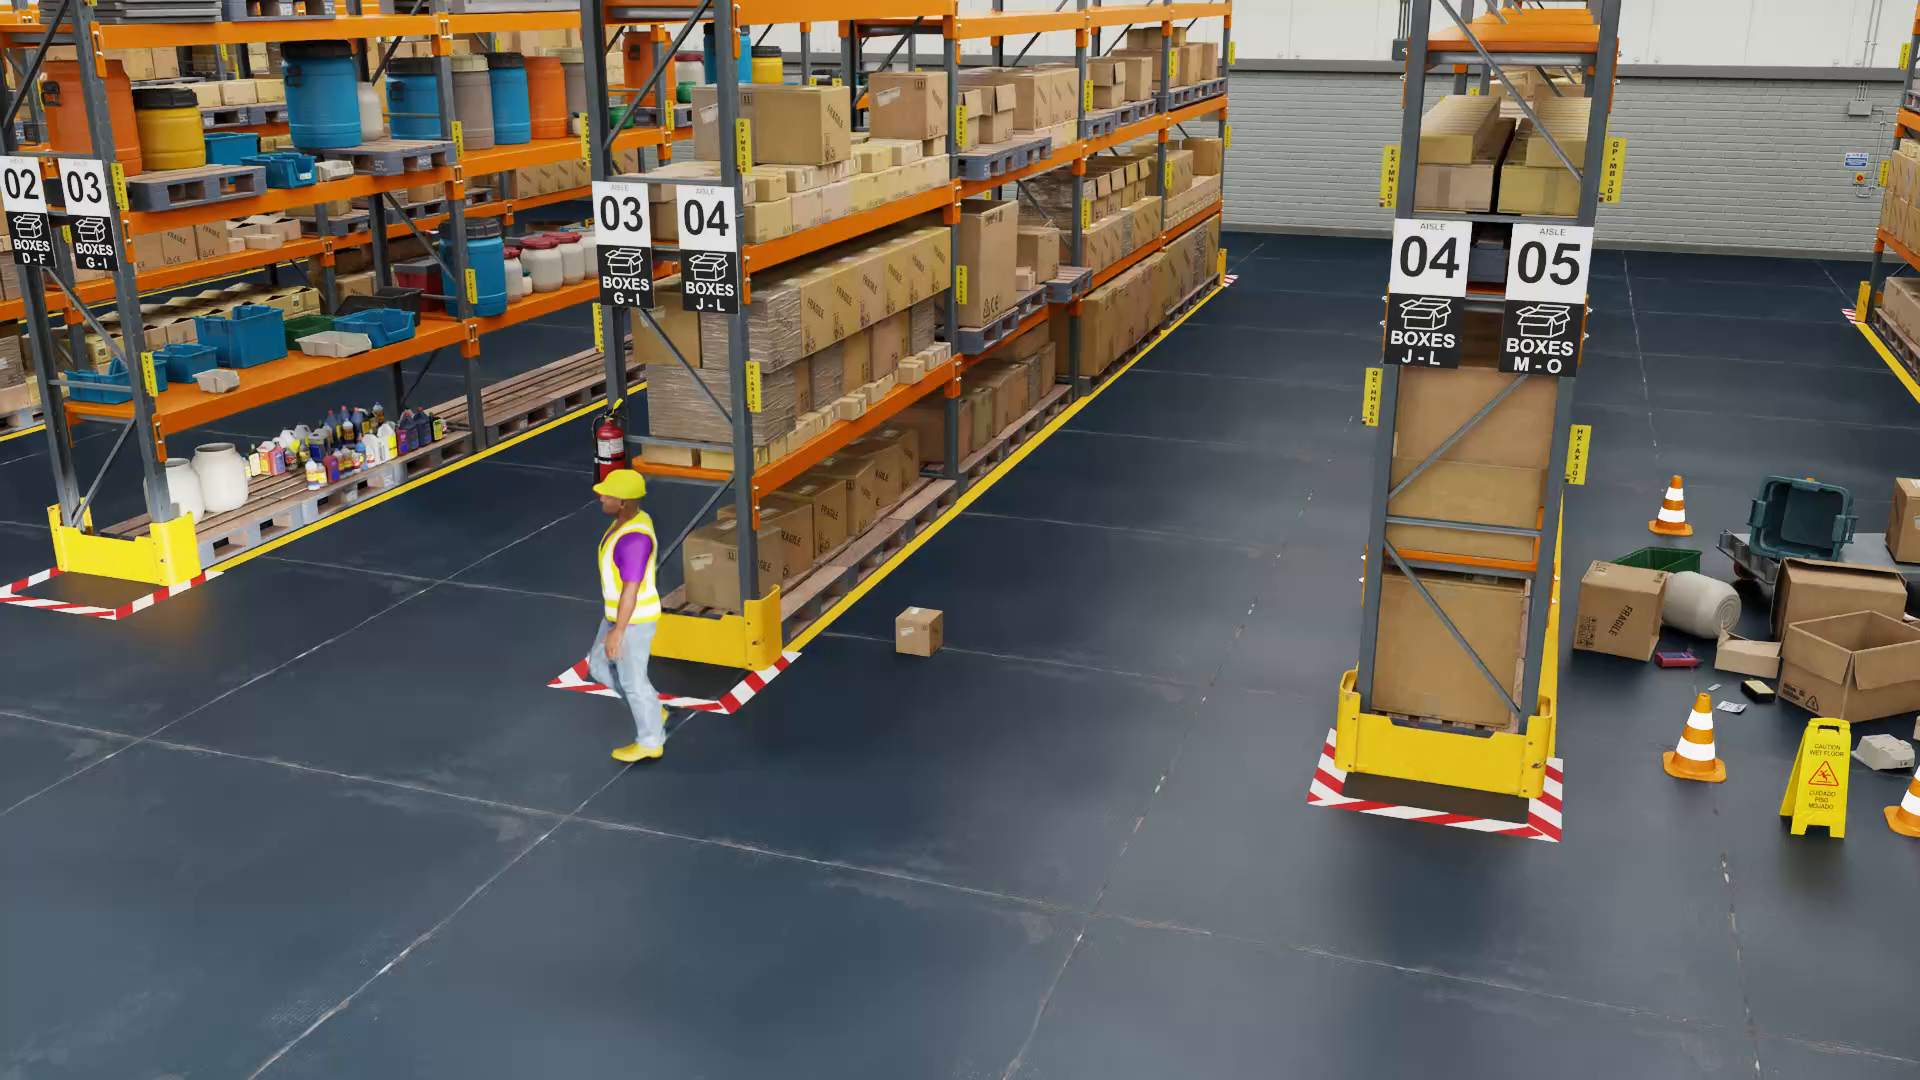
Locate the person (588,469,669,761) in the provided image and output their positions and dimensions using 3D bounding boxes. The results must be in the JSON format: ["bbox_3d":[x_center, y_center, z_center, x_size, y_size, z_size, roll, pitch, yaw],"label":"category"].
[{"bbox_3d":[-1.939,0.449,9.634,0.453,1.785,0.593,-5,19,-15],"label":"person"}]
